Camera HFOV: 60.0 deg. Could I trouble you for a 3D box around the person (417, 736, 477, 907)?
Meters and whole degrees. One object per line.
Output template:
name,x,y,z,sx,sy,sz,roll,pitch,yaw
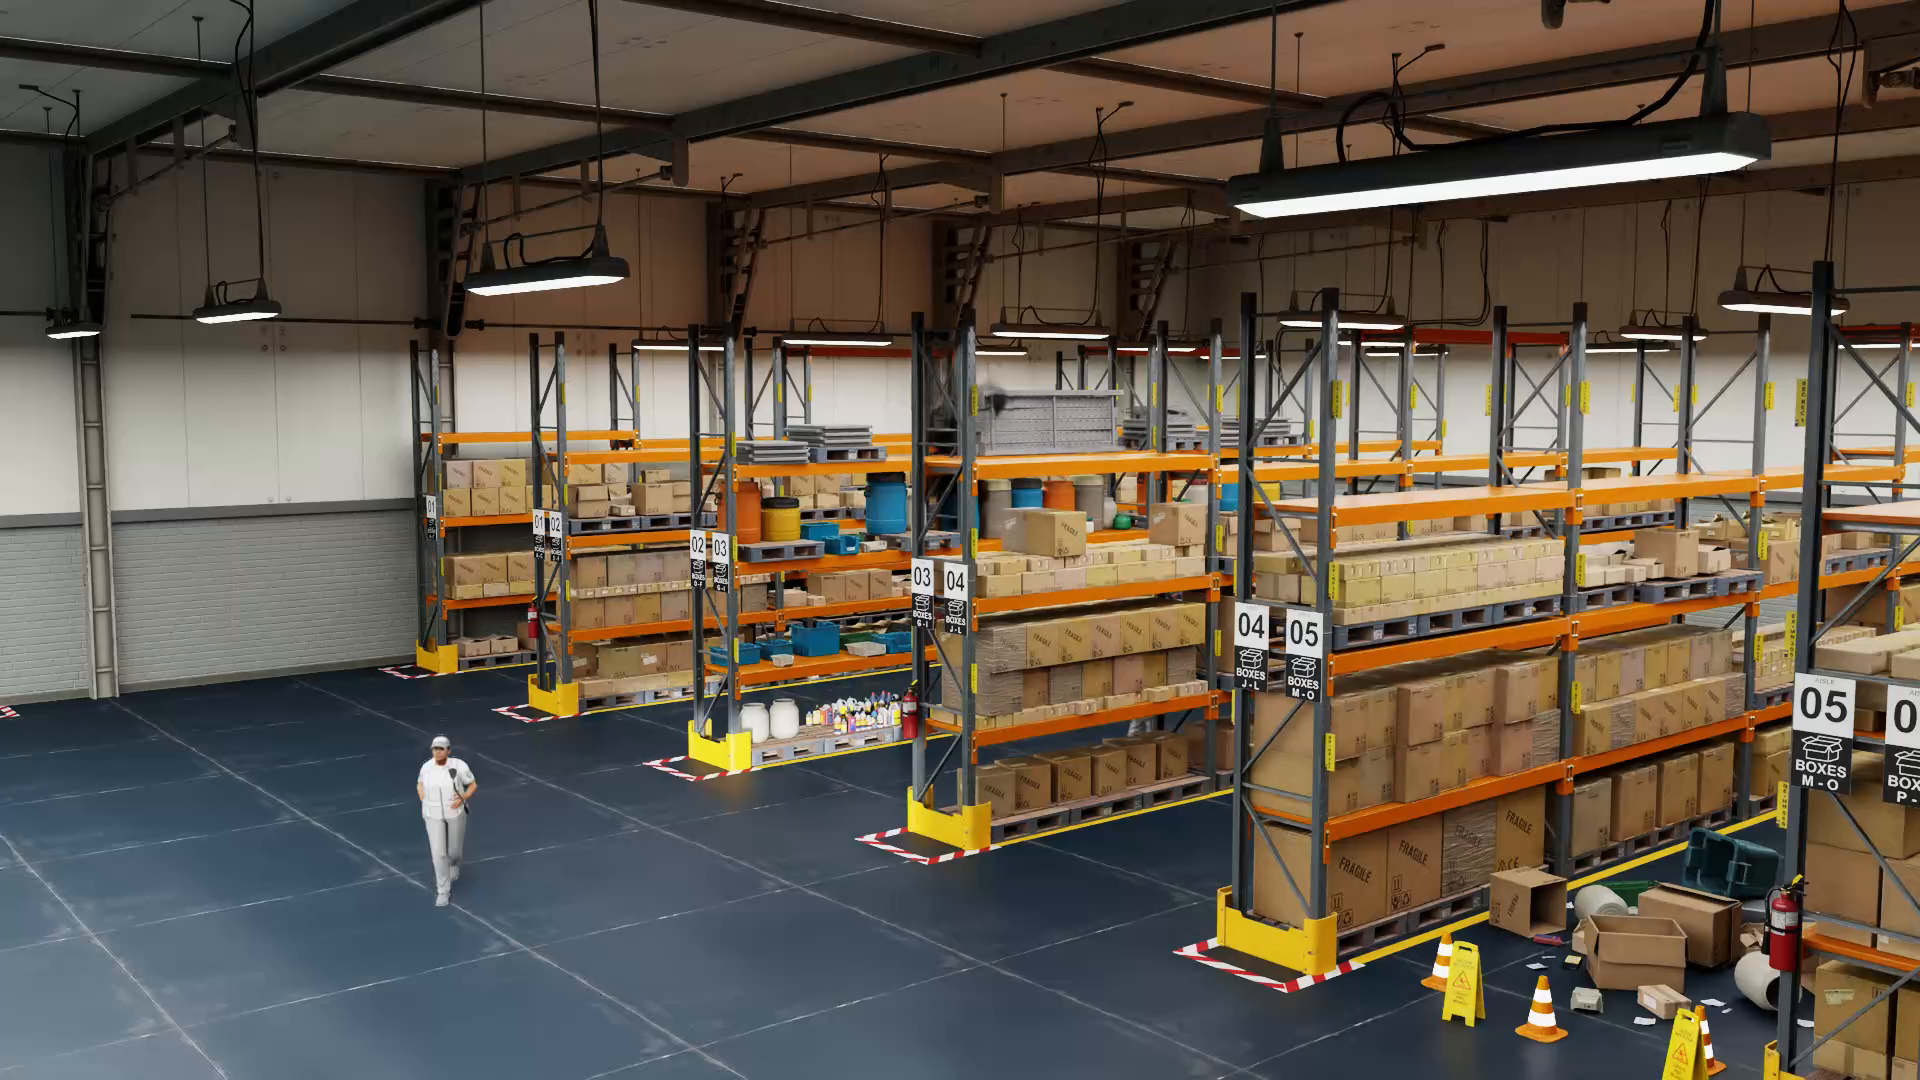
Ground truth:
person,-5.196,2.800,16.839,0.601,1.669,0.776,-1,5,-10

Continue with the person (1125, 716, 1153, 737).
person,2.465,1.862,22.842,0.684,1.821,0.911,5,7,41
